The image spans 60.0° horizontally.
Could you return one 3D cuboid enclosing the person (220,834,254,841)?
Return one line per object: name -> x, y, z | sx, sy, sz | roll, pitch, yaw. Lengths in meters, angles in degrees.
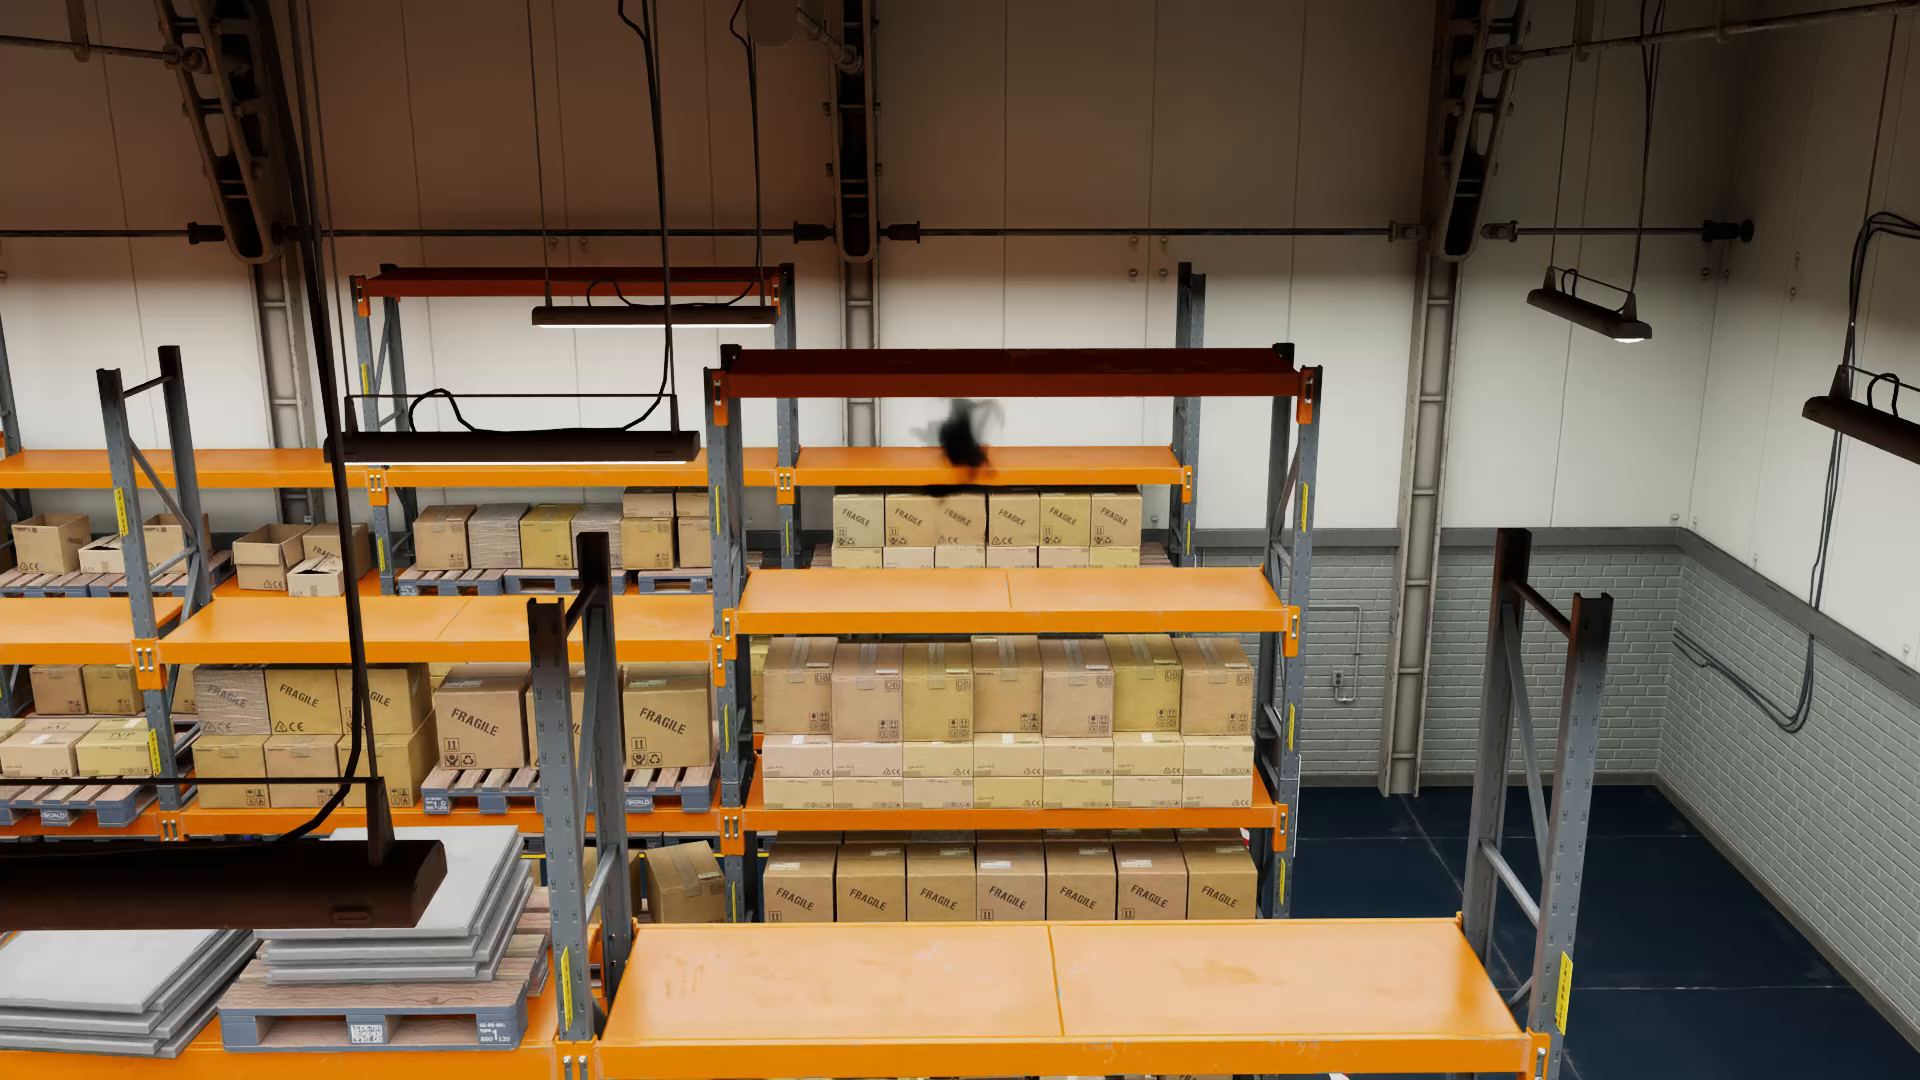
person -> -6.501, 3.118, 15.049 | 0.806, 1.623, 0.569 | -1, 16, -5
